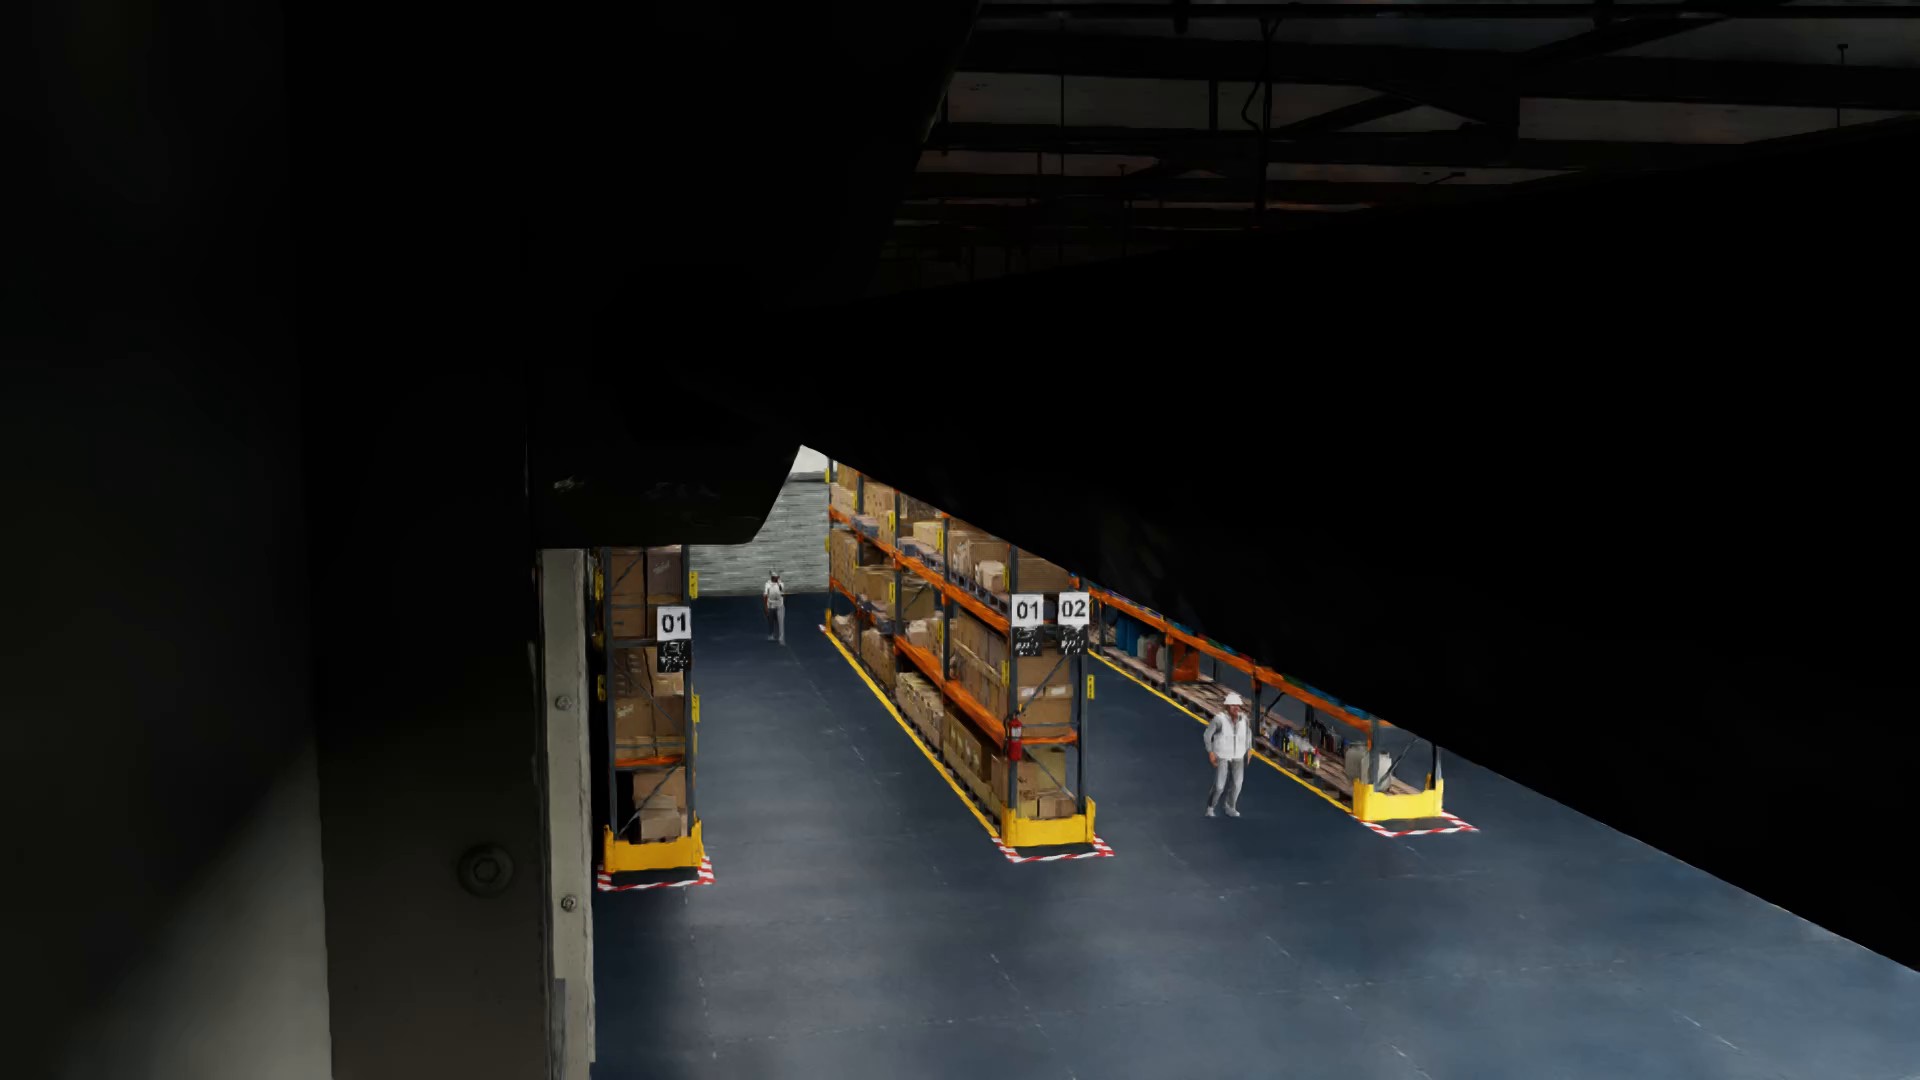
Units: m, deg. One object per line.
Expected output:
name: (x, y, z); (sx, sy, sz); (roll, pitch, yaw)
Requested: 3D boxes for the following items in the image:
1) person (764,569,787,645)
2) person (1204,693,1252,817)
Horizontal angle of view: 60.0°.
person: (-3.884, 1.386, 34.901); (0.456, 1.589, 1.088); (-1, 7, -10)
person: (3.572, 2.861, 22.135); (0.677, 1.725, 0.574); (-2, 7, -15)
